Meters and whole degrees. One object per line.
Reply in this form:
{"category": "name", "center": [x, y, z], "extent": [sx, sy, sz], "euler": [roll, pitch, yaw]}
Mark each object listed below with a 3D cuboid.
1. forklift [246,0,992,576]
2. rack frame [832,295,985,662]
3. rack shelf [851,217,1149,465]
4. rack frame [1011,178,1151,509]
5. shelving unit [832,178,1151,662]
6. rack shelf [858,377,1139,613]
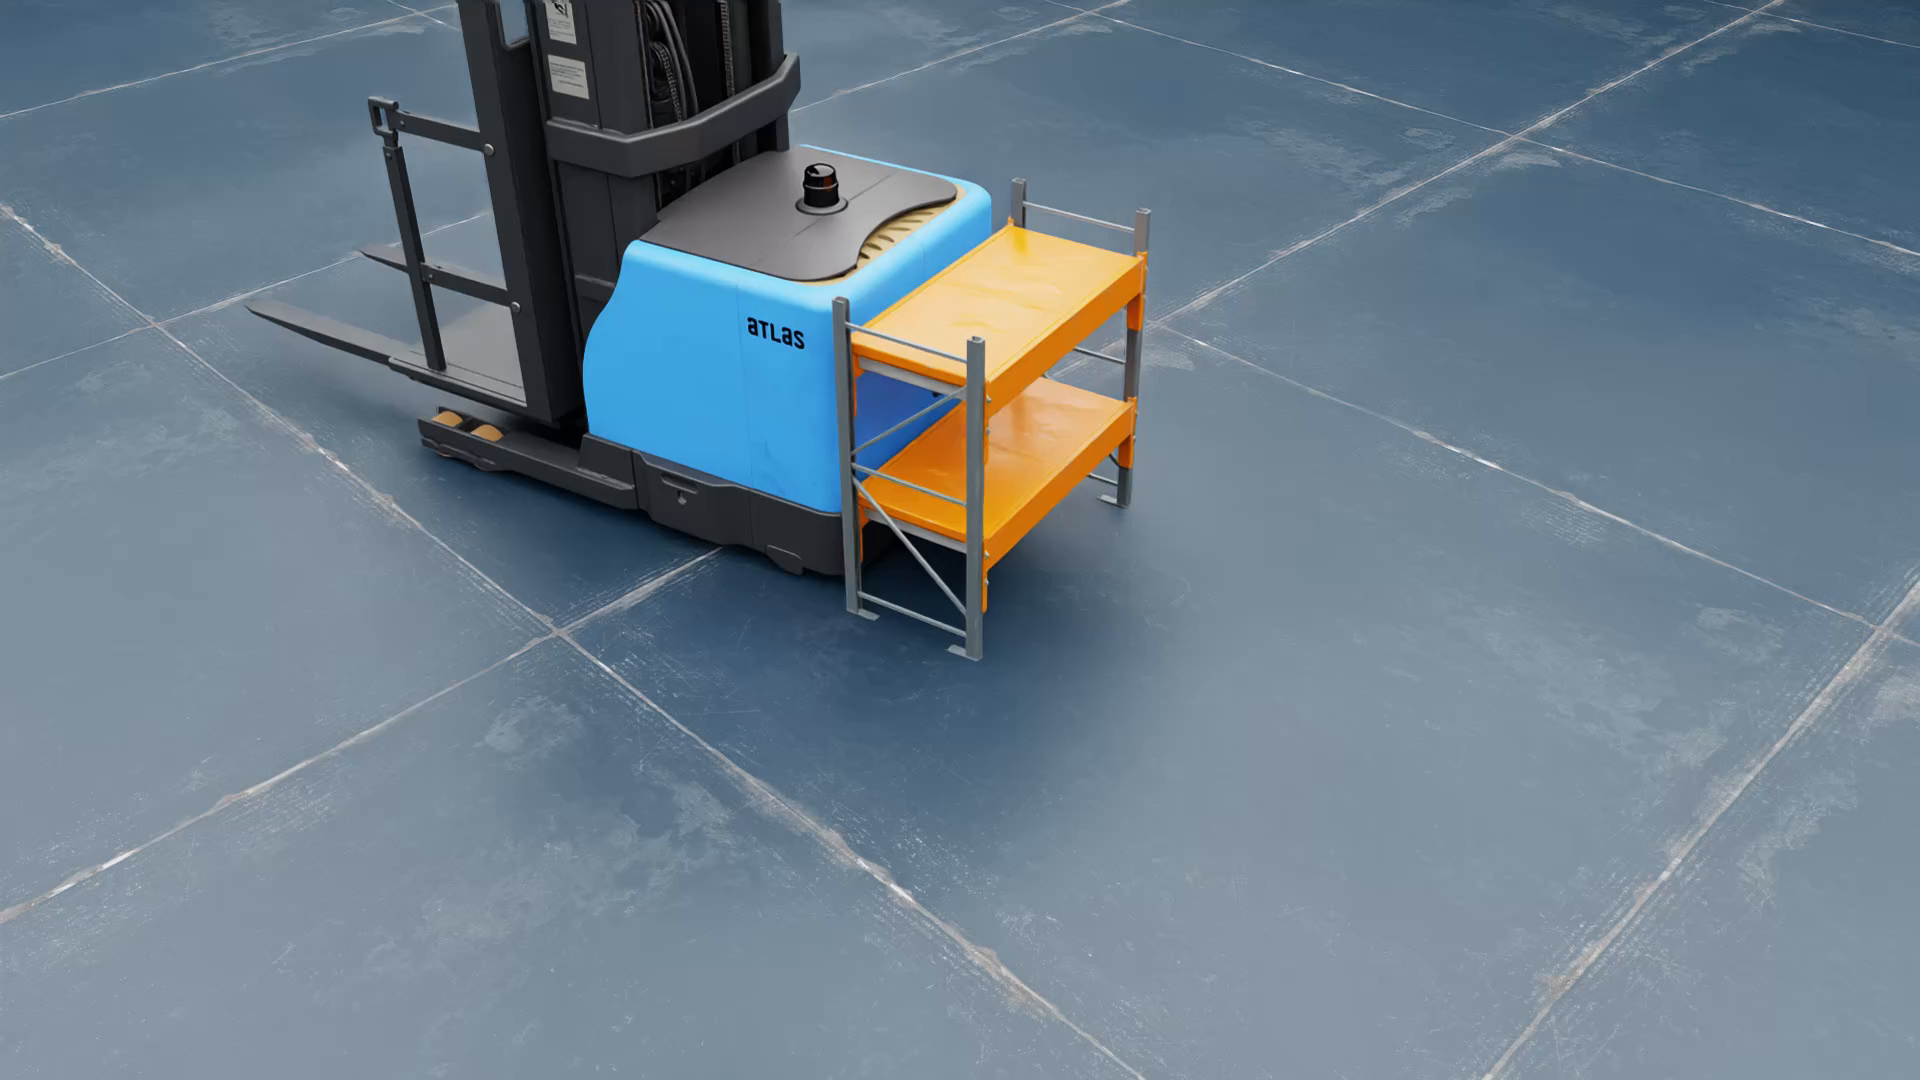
{"category": "forklift", "center": [-1.412, -1.697, 5.621], "extent": [3.031, 2.935, 1.130], "euler": [18, 39, 24]}
{"category": "rack frame", "center": [-0.150, -0.161, 4.998], "extent": [0.500, 1.125, 0.032], "euler": [20, 39, 26]}
{"category": "rack shelf", "center": [0.120, -0.648, 5.184], "extent": [0.538, 0.278, 1.000], "euler": [20, 39, 26]}
{"category": "rack frame", "center": [0.389, -0.655, 5.705], "extent": [0.500, 1.125, 0.032], "euler": [20, 39, 26]}
{"category": "shelving unit", "center": [0.120, -0.408, 5.352], "extent": [0.538, 1.125, 1.048], "euler": [20, 39, 26]}
{"category": "rack shelf", "center": [0.120, -0.207, 5.492], "extent": [0.538, 0.278, 1.000], "euler": [20, 39, 26]}
